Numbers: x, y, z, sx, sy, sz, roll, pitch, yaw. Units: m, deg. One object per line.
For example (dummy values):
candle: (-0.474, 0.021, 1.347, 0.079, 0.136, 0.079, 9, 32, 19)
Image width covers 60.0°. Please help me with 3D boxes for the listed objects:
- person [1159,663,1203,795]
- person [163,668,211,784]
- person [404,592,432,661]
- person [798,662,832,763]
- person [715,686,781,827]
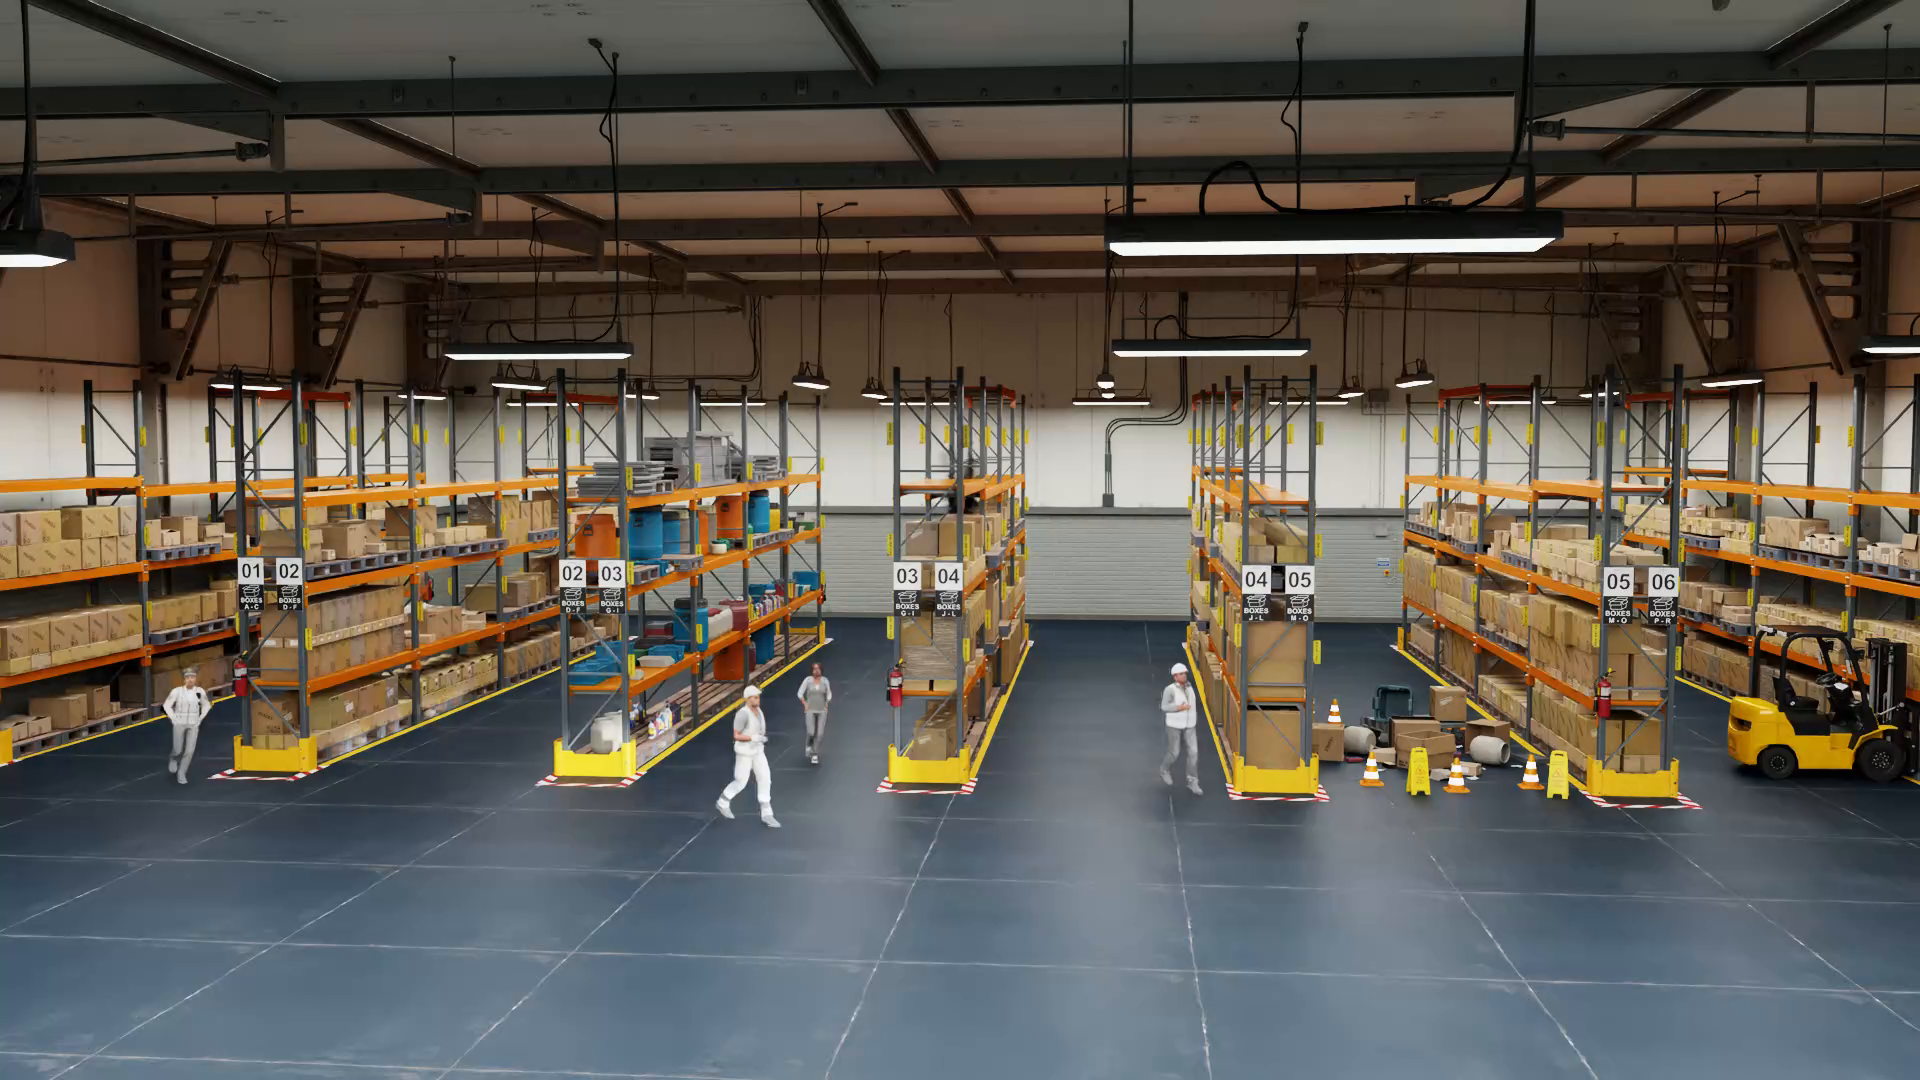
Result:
person: (3.115, 2.633, 23.445, 0.651, 1.789, 0.881, -2, 4, -23)
person: (-11.273, 2.683, 24.274, 0.632, 1.660, 0.609, -2, 4, -32)
person: (-11.337, 1.973, 34.785, 0.710, 1.776, 0.944, 0, 4, -2)
person: (-2.205, 2.641, 25.434, 0.518, 1.554, 0.526, -1, 4, -14)
person: (-2.743, 2.769, 21.439, 0.942, 1.805, 0.622, 2, 4, 32)
